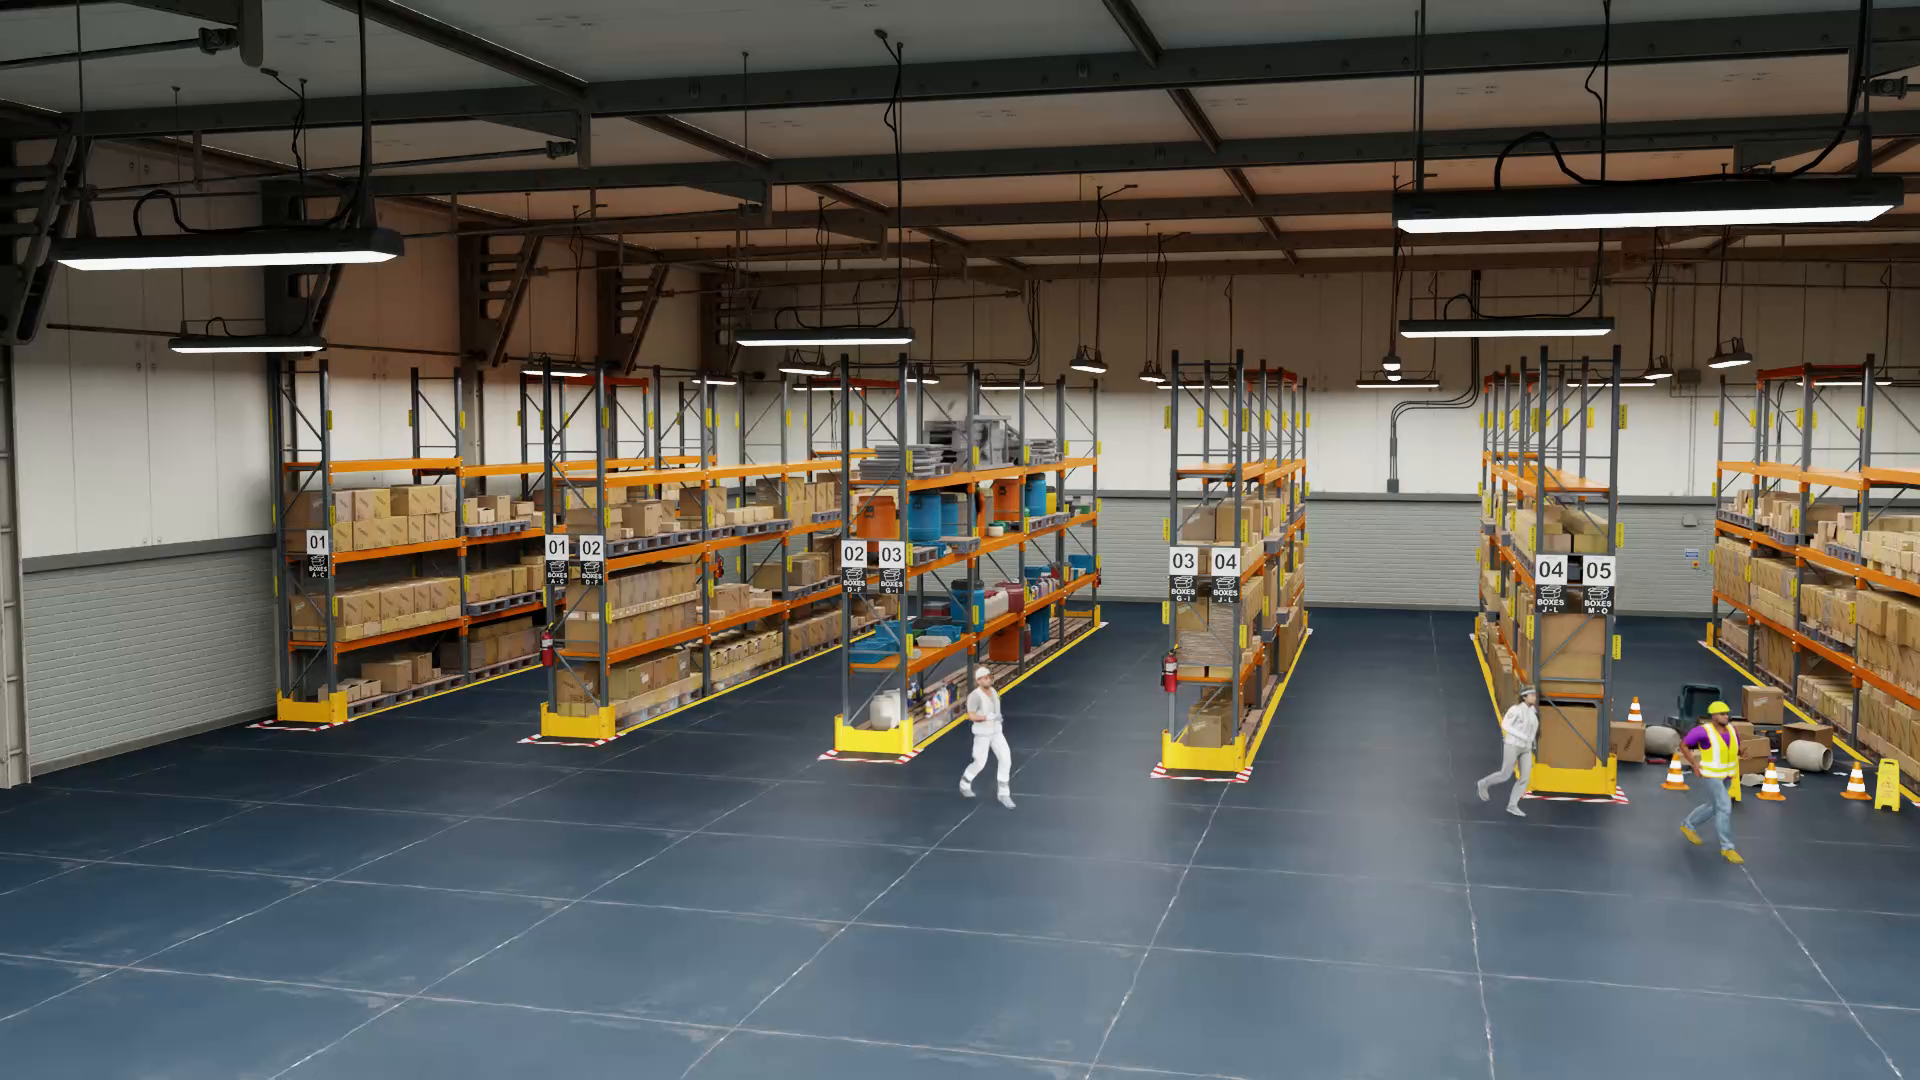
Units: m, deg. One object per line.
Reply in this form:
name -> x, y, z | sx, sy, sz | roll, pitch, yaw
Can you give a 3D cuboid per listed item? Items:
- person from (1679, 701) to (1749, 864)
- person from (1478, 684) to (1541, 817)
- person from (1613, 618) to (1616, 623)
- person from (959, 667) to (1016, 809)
person -> 8.719, 2.738, 19.159 | 0.676, 1.794, 0.909 | -2, 5, -27
person -> 7.169, 2.657, 21.400 | 0.645, 1.642, 0.824 | -2, 5, -26
person -> 14.889, 1.365, 38.592 | 0.686, 1.750, 0.704 | 1, 4, 17
person -> 0.364, 2.560, 21.684 | 0.669, 1.810, 0.893 | -4, 5, -41
